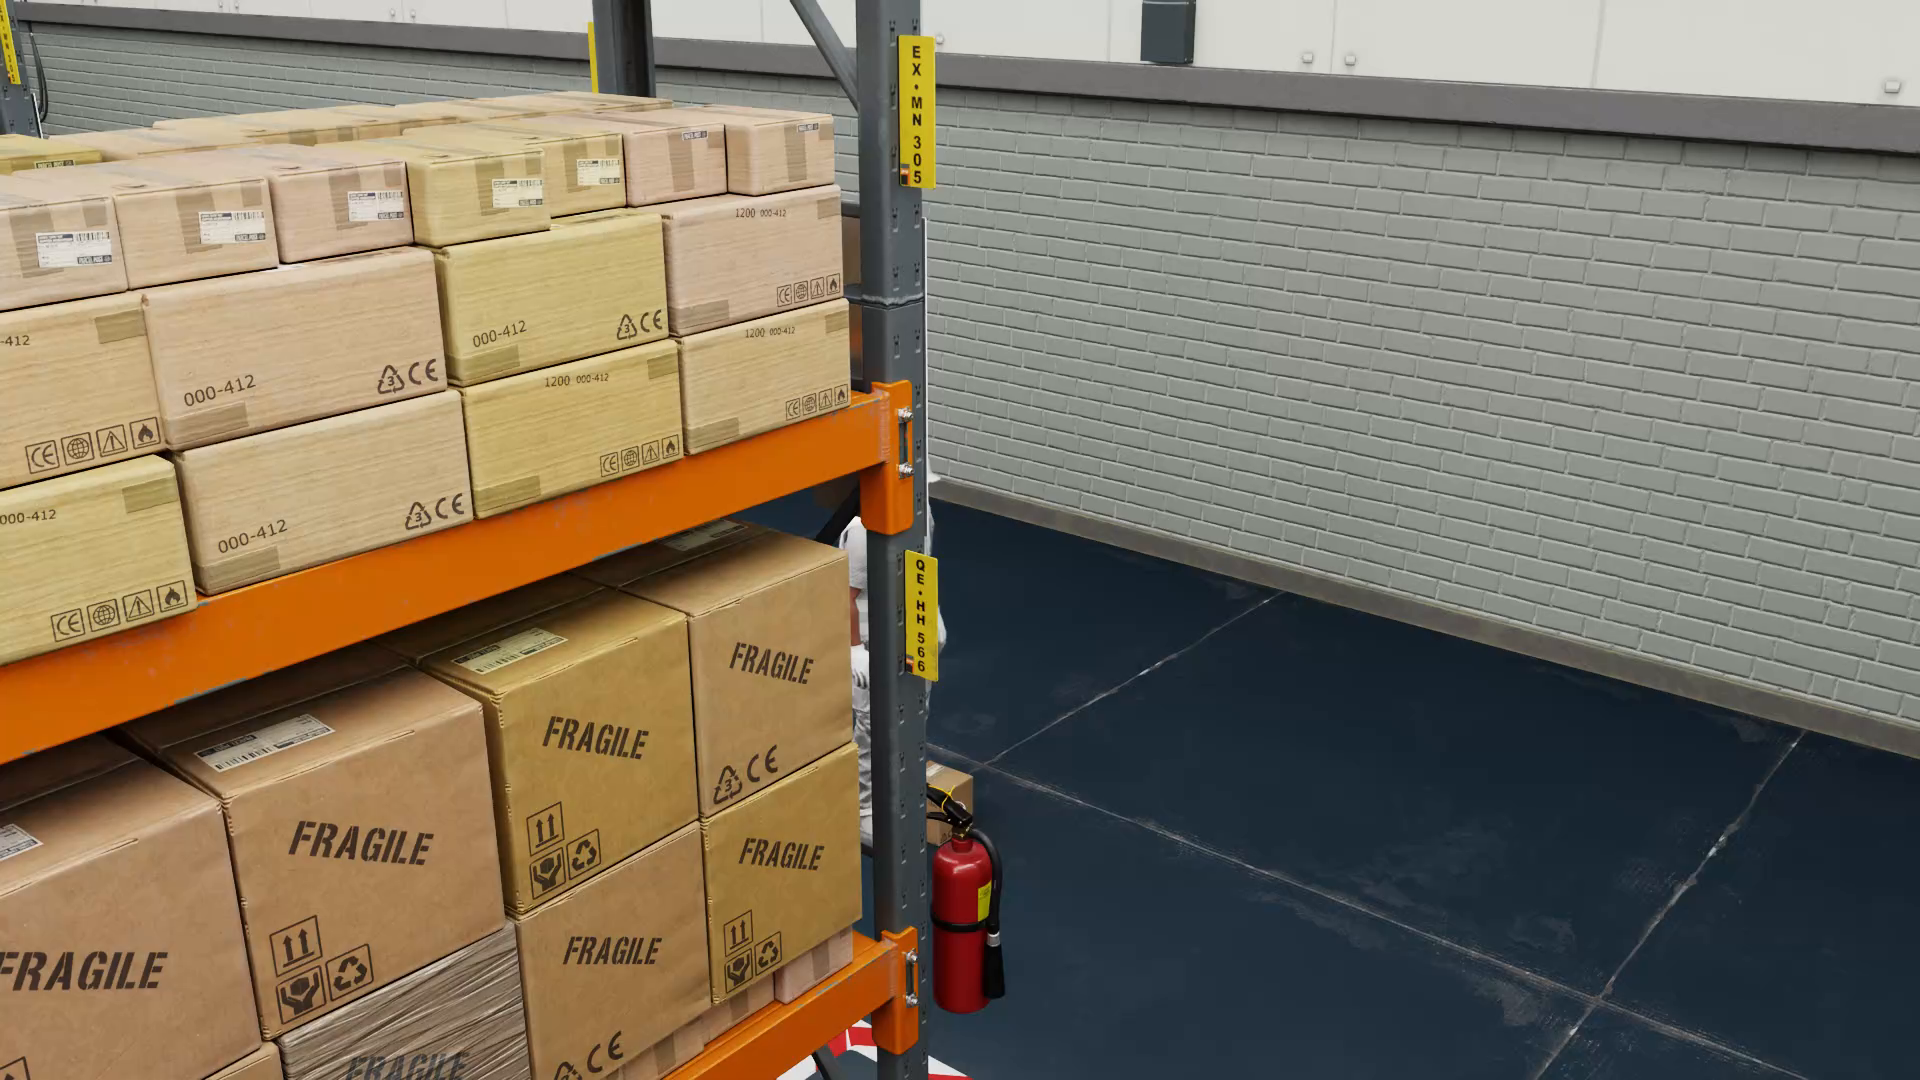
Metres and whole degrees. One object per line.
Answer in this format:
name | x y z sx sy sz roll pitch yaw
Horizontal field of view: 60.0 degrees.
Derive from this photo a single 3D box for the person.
person | -0.295 0.424 7.390 0.446 1.775 0.633 15 25 35
